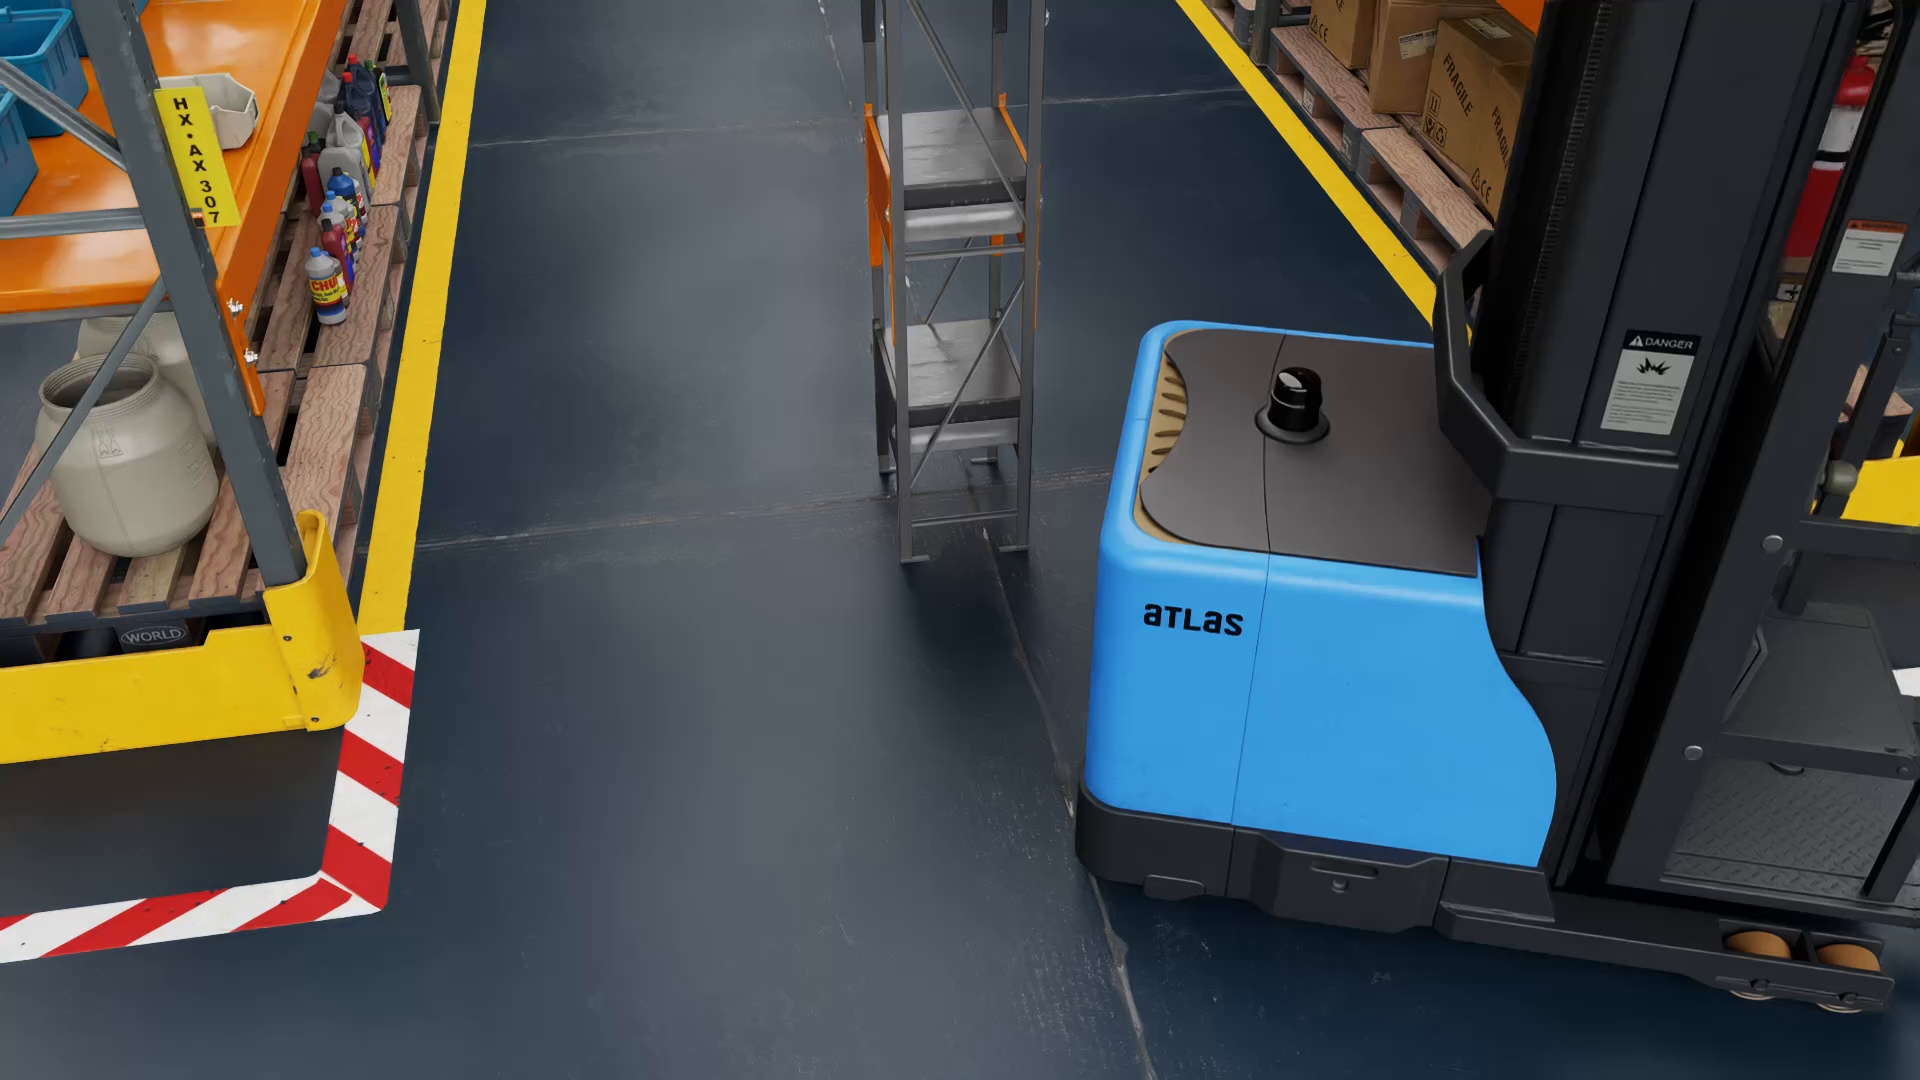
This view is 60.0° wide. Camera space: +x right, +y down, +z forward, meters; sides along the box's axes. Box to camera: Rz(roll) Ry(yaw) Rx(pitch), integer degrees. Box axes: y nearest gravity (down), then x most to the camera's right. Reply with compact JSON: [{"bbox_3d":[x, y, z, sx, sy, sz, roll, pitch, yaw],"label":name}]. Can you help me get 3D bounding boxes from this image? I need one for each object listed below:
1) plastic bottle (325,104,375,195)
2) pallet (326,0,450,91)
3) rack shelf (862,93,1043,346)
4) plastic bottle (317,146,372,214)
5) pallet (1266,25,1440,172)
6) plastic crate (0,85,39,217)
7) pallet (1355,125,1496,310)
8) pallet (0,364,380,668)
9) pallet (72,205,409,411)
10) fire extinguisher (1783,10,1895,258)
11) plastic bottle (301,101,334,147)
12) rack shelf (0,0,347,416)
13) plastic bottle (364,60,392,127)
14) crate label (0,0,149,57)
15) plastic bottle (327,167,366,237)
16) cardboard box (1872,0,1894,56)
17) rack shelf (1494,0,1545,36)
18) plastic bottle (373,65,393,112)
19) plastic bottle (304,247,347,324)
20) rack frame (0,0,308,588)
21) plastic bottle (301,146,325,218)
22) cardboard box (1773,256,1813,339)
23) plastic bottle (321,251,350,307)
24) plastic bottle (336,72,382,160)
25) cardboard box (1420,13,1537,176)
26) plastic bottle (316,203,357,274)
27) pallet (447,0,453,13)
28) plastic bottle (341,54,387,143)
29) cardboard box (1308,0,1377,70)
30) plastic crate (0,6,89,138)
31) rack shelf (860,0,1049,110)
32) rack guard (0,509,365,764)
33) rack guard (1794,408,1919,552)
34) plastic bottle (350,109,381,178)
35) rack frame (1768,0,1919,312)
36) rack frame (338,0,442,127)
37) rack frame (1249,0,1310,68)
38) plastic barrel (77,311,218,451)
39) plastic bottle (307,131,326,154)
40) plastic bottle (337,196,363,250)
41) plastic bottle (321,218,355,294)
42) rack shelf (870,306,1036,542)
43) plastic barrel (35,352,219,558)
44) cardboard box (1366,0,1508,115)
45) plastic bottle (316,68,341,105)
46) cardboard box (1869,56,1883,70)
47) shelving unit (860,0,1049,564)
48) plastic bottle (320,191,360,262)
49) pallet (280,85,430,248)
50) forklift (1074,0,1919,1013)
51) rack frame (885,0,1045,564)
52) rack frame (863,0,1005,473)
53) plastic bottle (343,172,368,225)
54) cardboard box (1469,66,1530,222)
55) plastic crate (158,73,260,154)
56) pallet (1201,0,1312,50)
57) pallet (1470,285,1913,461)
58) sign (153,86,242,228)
[{"bbox_3d":[-2.432,-1.547,6.597,0.144,0.351,0.185,-6,38,-8],"label":"plastic bottle"},{"bbox_3d":[-3.095,-2.457,8.241,1.003,0.211,1.213,-6,38,-8],"label":"pallet"},{"bbox_3d":[-0.029,-0.918,4.743,0.431,0.518,0.480,-6,38,-8],"label":"rack shelf"},{"bbox_3d":[-2.407,-1.419,6.493,0.152,0.276,0.135,-6,38,-7],"label":"plastic bottle"},{"bbox_3d":[2.110,-2.118,7.804,1.003,0.211,1.213,-6,38,-8],"label":"pallet"},{"bbox_3d":[-2.600,-0.884,4.064,0.499,0.251,0.616,-6,38,-8],"label":"plastic crate"},{"bbox_3d":[2.327,-1.380,6.854,1.003,0.211,1.213,-6,38,-8],"label":"pallet"},{"bbox_3d":[-2.414,-0.103,5.211,1.003,0.211,1.213,-6,38,-8],"label":"pallet"},{"bbox_3d":[-2.625,-0.839,6.158,1.003,0.211,1.213,-6,38,-8],"label":"pallet"},{"bbox_3d":[2.225,-1.056,4.227,0.296,0.674,0.183,-6,38,-8],"label":"fire extinguisher"},{"bbox_3d":[-2.630,-1.682,6.831,0.152,0.276,0.135,-6,38,-8],"label":"plastic bottle"},{"bbox_3d":[-2.568,-1.596,5.446,1.077,0.370,4.000,-6,38,-8],"label":"rack shelf"},{"bbox_3d":[-2.510,-1.934,7.151,0.061,0.283,0.133,-4,38,-6],"label":"plastic bottle"},{"bbox_3d":[-2.806,-1.769,5.053,0.502,0.435,0.616,-6,38,-8],"label":"crate label"},{"bbox_3d":[-2.342,-1.287,6.327,0.097,0.271,0.097,0,38,0],"label":"plastic bottle"},{"bbox_3d":[2.589,-1.697,4.666,0.875,0.500,0.500,-6,38,-8],"label":"cardboard box"},{"bbox_3d":[2.308,-2.129,6.132,1.077,0.370,4.000,-6,38,-8],"label":"rack shelf"},{"bbox_3d":[-2.548,-1.972,7.265,0.097,0.201,0.097,0,38,0],"label":"plastic bottle"},{"bbox_3d":[-2.228,-0.897,5.825,0.097,0.271,0.097,0,38,0],"label":"plastic bottle"},{"bbox_3d":[-2.217,-0.673,3.671,1.000,3.000,0.127,-6,38,-8],"label":"rack frame"},{"bbox_3d":[-2.512,-1.410,6.476,0.061,0.283,0.133,-6,38,-8],"label":"plastic bottle"},{"bbox_3d":[2.566,-0.763,5.482,0.500,0.500,0.500,0,38,1],"label":"cardboard box"},{"bbox_3d":[-2.247,-0.932,5.927,0.097,0.201,0.097,0,38,0],"label":"plastic bottle"},{"bbox_3d":[-2.488,-1.742,6.848,0.144,0.351,0.185,-8,39,-10],"label":"plastic bottle"},{"bbox_3d":[2.282,-1.842,6.872,0.500,0.500,0.500,-9,39,-12],"label":"cardboard box"},{"bbox_3d":[-2.289,-1.104,6.092,0.097,0.271,0.097,0,38,0],"label":"plastic bottle"},{"bbox_3d":[-3.312,-3.196,9.192,1.003,0.211,1.213,-6,38,-8],"label":"pallet"},{"bbox_3d":[-2.522,-1.858,6.997,0.144,0.351,0.185,-7,38,-9],"label":"plastic bottle"},{"bbox_3d":[1.988,-2.554,7.788,0.500,0.500,0.500,-7,38,-9],"label":"cardboard box"},{"bbox_3d":[-2.708,-1.277,4.570,0.499,0.251,0.408,-6,38,-8],"label":"plastic crate"},{"bbox_3d":[-0.029,-1.471,4.313,0.431,0.518,0.480,-6,38,-8],"label":"rack shelf"},{"bbox_3d":[-2.277,0.274,4.490,1.175,0.500,0.348,-6,38,-8],"label":"rack guard"},{"bbox_3d":[2.646,-0.264,5.182,1.175,0.500,0.348,-6,38,-8],"label":"rack guard"},{"bbox_3d":[-2.419,-1.622,6.748,0.061,0.283,0.133,-4,38,-5],"label":"plastic bottle"},{"bbox_3d":[2.659,-1.205,4.356,1.000,3.000,0.127,-6,38,-8],"label":"rack frame"},{"bbox_3d":[-2.919,-3.089,6.781,1.000,3.000,0.127,-6,38,-8],"label":"rack frame"},{"bbox_3d":[1.958,-3.621,7.466,1.000,3.000,0.127,-6,38,-8],"label":"rack frame"},{"bbox_3d":[-2.496,-0.548,5.196,0.421,0.512,0.421,0,38,0],"label":"plastic barrel"},{"bbox_3d":[-2.528,-1.494,6.584,0.061,0.283,0.133,-6,38,-8],"label":"plastic bottle"},{"bbox_3d":[-2.323,-1.197,6.268,0.097,0.201,0.097,0,38,0],"label":"plastic bottle"},{"bbox_3d":[-2.250,-1.041,6.000,0.061,0.283,0.133,-6,38,-7],"label":"plastic bottle"},{"bbox_3d":[-0.029,-0.366,5.172,0.431,0.518,0.480,-6,38,-8],"label":"rack shelf"},{"bbox_3d":[-2.408,-0.245,4.806,0.421,0.512,0.421,0,38,0],"label":"plastic barrel"},{"bbox_3d":[2.096,-2.209,7.344,0.500,0.500,0.500,5,38,7],"label":"cardboard box"},{"bbox_3d":[-2.664,-1.843,6.977,0.144,0.351,0.185,-6,38,-8],"label":"plastic bottle"},{"bbox_3d":[2.406,-1.256,4.626,0.380,0.149,0.250,-6,38,-8],"label":"cardboard box"},{"bbox_3d":[-0.029,-0.929,4.735,0.431,2.100,0.503,-6,38,-8],"label":"shelving unit"},{"bbox_3d":[-2.306,-1.165,6.170,0.097,0.271,0.097,0,38,0],"label":"plastic bottle"},{"bbox_3d":[-2.842,-1.577,7.108,1.003,0.211,1.213,-6,38,-8],"label":"pallet"},{"bbox_3d":[1.854,-0.421,3.403,3.031,2.935,1.130,7,38,9],"label":"forklift"},{"bbox_3d":[0.014,-0.782,4.545,0.400,2.100,0.015,-6,38,-8],"label":"rack frame"},{"bbox_3d":[-0.072,-1.077,4.924,0.400,2.100,0.015,-6,38,-8],"label":"rack frame"},{"bbox_3d":[-2.359,-1.321,6.428,0.097,0.201,0.097,0,38,0],"label":"plastic bottle"},{"bbox_3d":[2.336,-1.500,6.432,0.500,0.500,0.500,-3,38,-4],"label":"cardboard box"},{"bbox_3d":[-2.057,-1.144,4.492,0.298,0.136,0.250,-6,38,-8],"label":"plastic crate"},{"bbox_3d":[1.820,-2.990,8.927,1.003,0.211,1.213,-6,38,-8],"label":"pallet"},{"bbox_3d":[2.538,-0.644,5.907,1.003,0.211,1.213,-6,38,-8],"label":"pallet"},{"bbox_3d":[-1.675,-0.838,3.659,0.100,0.325,0.005,-6,38,-8],"label":"sign"}]
